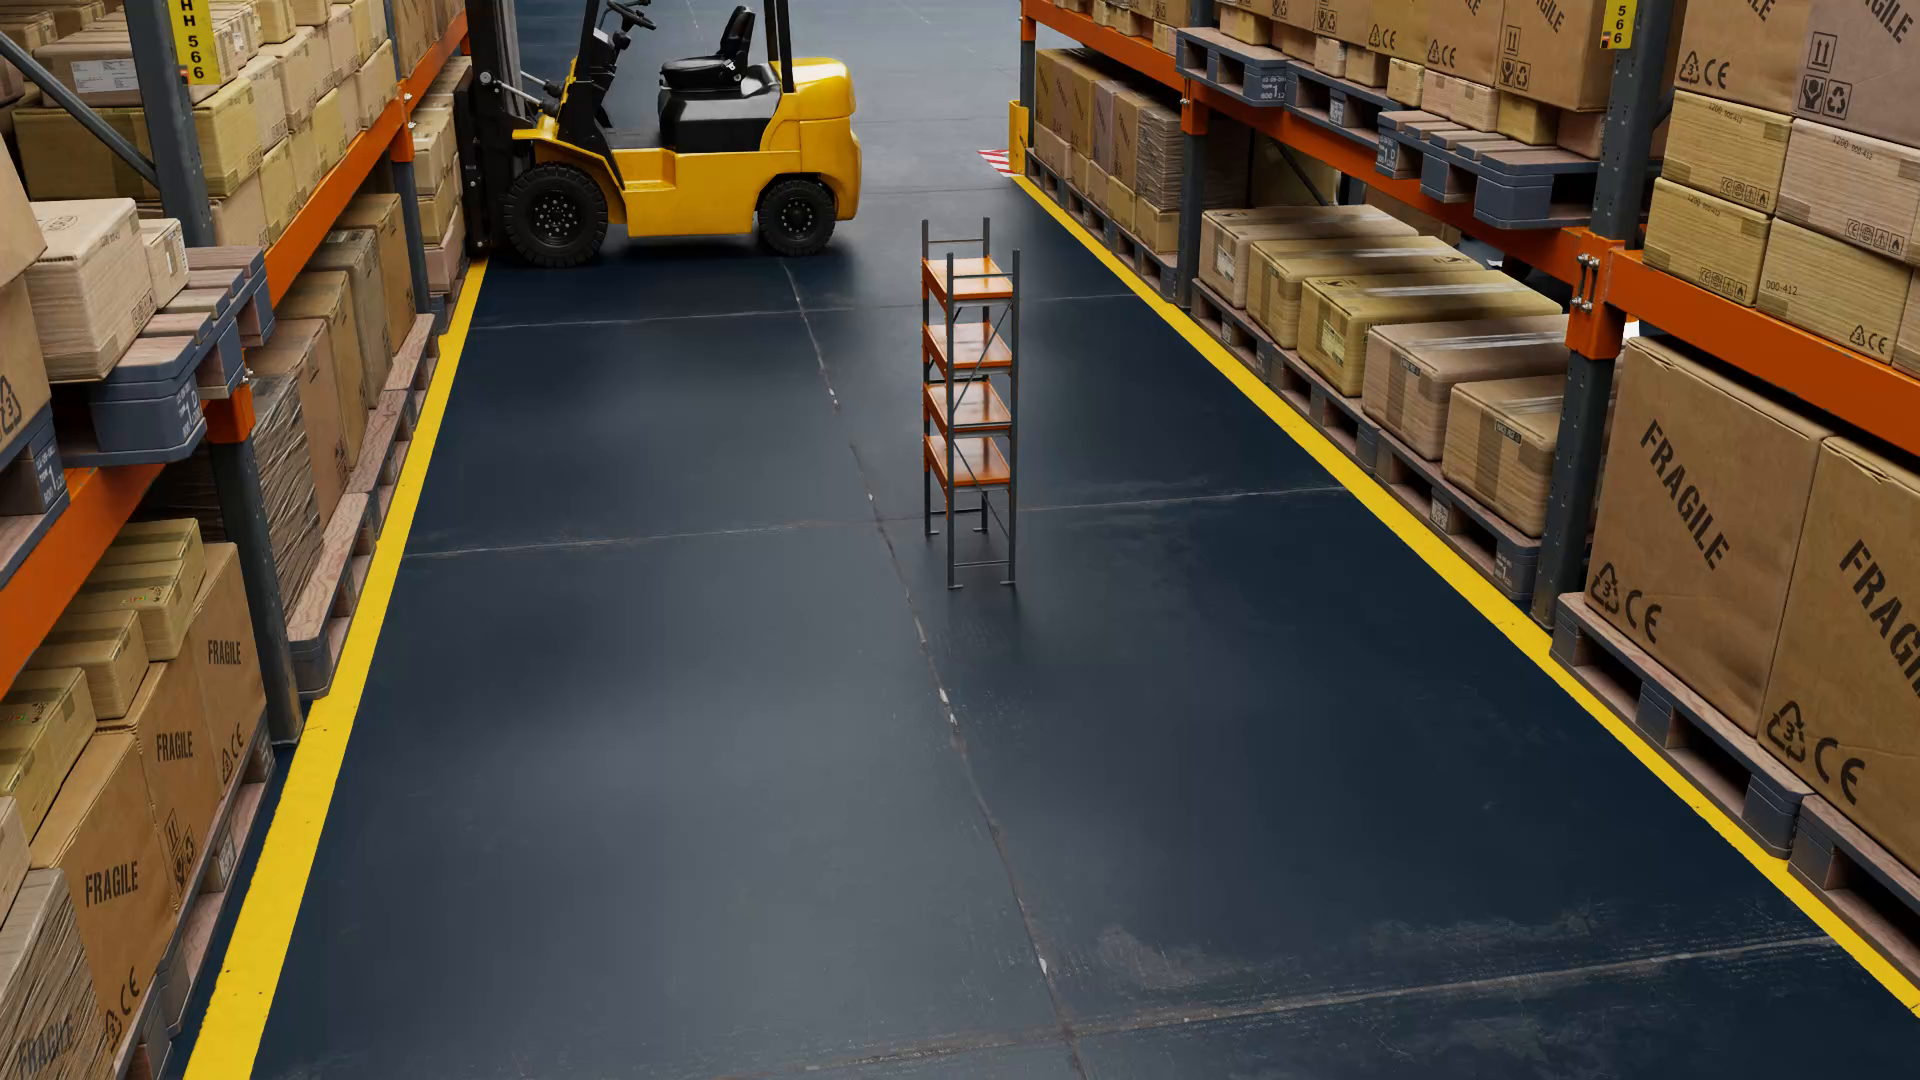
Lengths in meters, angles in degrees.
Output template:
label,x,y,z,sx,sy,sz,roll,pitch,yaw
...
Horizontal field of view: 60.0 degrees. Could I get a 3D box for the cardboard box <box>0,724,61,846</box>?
label,x,y,z,sx,sy,sz,roll,pitch,yaw
cardboard box,-1.964,0.492,3.164,0.380,0.149,0.250,-5,24,-11

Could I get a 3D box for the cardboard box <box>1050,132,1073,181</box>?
label,x,y,z,sx,sy,sz,roll,pitch,yaw
cardboard box,0.921,-2.666,11.516,0.500,0.250,0.500,-3,24,-8

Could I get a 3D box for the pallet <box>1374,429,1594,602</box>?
label,x,y,z,sx,sy,sz,roll,pitch,yaw
pallet,2.293,-0.155,6.342,1.003,0.211,1.213,-4,24,-10

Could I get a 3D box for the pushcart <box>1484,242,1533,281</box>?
label,x,y,z,sx,sy,sz,roll,pitch,yaw
pushcart,3.928,-1.686,9.638,1.648,0.377,0.936,-13,27,-28

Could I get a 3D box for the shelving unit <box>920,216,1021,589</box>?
label,x,y,z,sx,sy,sz,roll,pitch,yaw
shelving unit,0.031,-0.485,5.861,0.258,1.200,0.503,-4,24,-10

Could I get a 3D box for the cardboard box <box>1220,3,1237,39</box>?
label,x,y,z,sx,sy,sz,roll,pitch,yaw
cardboard box,1.488,-2.535,8.097,0.380,0.149,0.250,-4,24,-9

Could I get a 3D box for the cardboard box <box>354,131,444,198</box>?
label,x,y,z,sx,sy,sz,roll,pitch,yaw
cardboard box,-2.962,-1.934,8.592,0.500,0.250,0.500,-5,24,-11

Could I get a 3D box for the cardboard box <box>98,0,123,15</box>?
label,x,y,z,sx,sy,sz,roll,pitch,yaw
cardboard box,-3.003,-1.815,5.723,0.380,0.149,0.250,-4,24,-8

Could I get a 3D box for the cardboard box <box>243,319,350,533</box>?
label,x,y,z,sx,sy,sz,roll,pitch,yaw
cardboard box,-2.672,-0.364,5.777,0.875,0.625,0.625,-4,24,-8

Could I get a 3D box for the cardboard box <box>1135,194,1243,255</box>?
label,x,y,z,sx,sy,sz,roll,pitch,yaw
cardboard box,1.323,-1.844,9.635,0.500,0.250,0.500,-3,24,-7

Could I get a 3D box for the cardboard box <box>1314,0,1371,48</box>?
label,x,y,z,sx,sy,sz,roll,pitch,yaw
cardboard box,1.778,-2.274,6.688,0.500,0.500,0.500,-5,24,-12

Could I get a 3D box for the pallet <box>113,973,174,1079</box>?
label,x,y,z,sx,sy,sz,roll,pitch,yaw
pallet,-2.118,1.296,3.018,1.003,0.211,1.213,-4,24,-10

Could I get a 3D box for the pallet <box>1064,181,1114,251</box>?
label,x,y,z,sx,sy,sz,roll,pitch,yaw
pallet,1.309,-2.163,10.940,1.003,0.211,1.213,-4,24,-10

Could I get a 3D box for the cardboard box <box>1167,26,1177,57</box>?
label,x,y,z,sx,sy,sz,roll,pitch,yaw
cardboard box,1.338,-2.688,8.970,0.380,0.149,0.250,-5,24,-10

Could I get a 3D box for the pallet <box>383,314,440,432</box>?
label,x,y,z,sx,sy,sz,roll,pitch,yaw
pallet,-3.006,-0.765,7.739,1.003,0.211,1.213,-4,24,-10

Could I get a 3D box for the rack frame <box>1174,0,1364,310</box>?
label,x,y,z,sx,sy,sz,roll,pitch,yaw
rack frame,1.697,-2.699,8.682,1.000,3.000,0.127,-4,24,-10

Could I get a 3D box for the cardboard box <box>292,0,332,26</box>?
label,x,y,z,sx,sy,sz,roll,pitch,yaw
cardboard box,-2.509,-1.956,6.046,0.380,0.149,0.250,-5,24,-11

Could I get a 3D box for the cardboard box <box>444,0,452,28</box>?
label,x,y,z,sx,sy,sz,roll,pitch,yaw
cardboard box,-3.389,-3.369,10.091,0.500,0.500,0.500,-5,24,-11

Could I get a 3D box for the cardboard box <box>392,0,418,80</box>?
label,x,y,z,sx,sy,sz,roll,pitch,yaw
cardboard box,-3.006,-2.570,8.261,0.500,0.500,0.500,-5,24,-11

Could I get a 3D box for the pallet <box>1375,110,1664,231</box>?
label,x,y,z,sx,sy,sz,roll,pitch,yaw
pallet,2.200,-1.310,5.742,1.213,0.211,1.003,-4,24,-10

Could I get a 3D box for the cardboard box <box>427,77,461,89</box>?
label,x,y,z,sx,sy,sz,roll,pitch,yaw
cardboard box,-3.325,-2.738,10.433,0.500,0.250,0.500,-4,24,-9

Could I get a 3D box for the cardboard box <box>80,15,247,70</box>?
label,x,y,z,sx,sy,sz,roll,pitch,yaw
cardboard box,-2.334,-1.451,4.889,0.380,0.149,0.250,-4,24,-8

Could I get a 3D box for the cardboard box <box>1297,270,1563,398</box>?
label,x,y,z,sx,sy,sz,roll,pitch,yaw
cardboard box,2.063,-0.925,7.379,0.950,0.372,0.625,-4,24,-8

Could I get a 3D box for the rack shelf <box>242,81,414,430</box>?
label,x,y,z,sx,sy,sz,roll,pitch,yaw
rack shelf,-2.811,-1.214,6.180,1.077,0.370,4.000,-4,24,-10

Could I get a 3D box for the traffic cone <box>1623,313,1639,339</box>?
label,x,y,z,sx,sy,sz,roll,pitch,yaw
traffic cone,3.302,-1.152,8.310,0.336,0.463,0.334,-4,24,-10

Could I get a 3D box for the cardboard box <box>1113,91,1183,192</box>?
label,x,y,z,sx,sy,sz,roll,pitch,yaw
cardboard box,1.228,-2.388,9.943,0.500,0.500,0.500,-4,24,-9

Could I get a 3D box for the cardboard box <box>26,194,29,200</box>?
label,x,y,z,sx,sy,sz,roll,pitch,yaw
cardboard box,-2.776,-0.846,4.626,0.500,0.250,0.500,-5,24,-11

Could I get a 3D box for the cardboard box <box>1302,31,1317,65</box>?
label,x,y,z,sx,sy,sz,roll,pitch,yaw
cardboard box,1.704,-2.129,7.166,0.380,0.149,0.250,-4,24,-9

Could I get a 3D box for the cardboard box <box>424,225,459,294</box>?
label,x,y,z,sx,sy,sz,roll,pitch,yaw
cardboard box,-2.945,-1.477,8.795,0.500,0.250,0.500,-4,24,-9

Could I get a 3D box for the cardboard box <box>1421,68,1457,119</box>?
label,x,y,z,sx,sy,sz,roll,pitch,yaw
cardboard box,1.894,-1.610,5.978,0.380,0.149,0.250,-5,24,-12

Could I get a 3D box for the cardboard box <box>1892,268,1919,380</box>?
label,x,y,z,sx,sy,sz,roll,pitch,yaw
cardboard box,2.483,-0.438,3.693,0.500,0.250,0.500,-4,24,-8

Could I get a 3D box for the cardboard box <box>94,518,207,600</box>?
label,x,y,z,sx,sy,sz,roll,pitch,yaw
cardboard box,-2.101,0.075,4.120,0.380,0.149,0.250,-5,24,-12

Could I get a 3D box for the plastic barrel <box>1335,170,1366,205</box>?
label,x,y,z,sx,sy,sz,roll,pitch,yaw
plastic barrel,2.827,-2.391,11.196,0.512,0.421,0.421,13,27,27

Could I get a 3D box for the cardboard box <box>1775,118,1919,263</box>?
label,x,y,z,sx,sy,sz,roll,pitch,yaw
cardboard box,2.382,-0.865,4.046,0.500,0.250,0.500,-4,24,-8

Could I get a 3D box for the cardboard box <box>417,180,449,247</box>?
label,x,y,z,sx,sy,sz,roll,pitch,yaw
cardboard box,-2.967,-1.705,8.692,0.500,0.250,0.500,-4,24,-10

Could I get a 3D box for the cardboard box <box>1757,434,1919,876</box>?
label,x,y,z,sx,sy,sz,roll,pitch,yaw
cardboard box,2.643,0.285,3.981,0.875,0.875,0.875,-4,24,-9

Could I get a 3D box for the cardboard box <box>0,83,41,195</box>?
label,x,y,z,sx,sy,sz,roll,pitch,yaw
cardboard box,-2.797,-1.073,4.522,0.500,0.250,0.500,-4,24,-9

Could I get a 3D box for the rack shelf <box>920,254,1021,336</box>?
label,x,y,z,sx,sy,sz,roll,pitch,yaw
rack shelf,0.031,-0.845,5.703,0.258,0.148,0.480,-4,24,-10

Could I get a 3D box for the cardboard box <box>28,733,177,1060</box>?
label,x,y,z,sx,sy,sz,roll,pitch,yaw
cardboard box,-1.970,0.750,3.383,0.500,0.500,0.500,-3,24,-7

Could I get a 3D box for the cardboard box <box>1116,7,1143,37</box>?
label,x,y,z,sx,sy,sz,roll,pitch,yaw
cardboard box,1.147,-3.087,9.885,0.380,0.149,0.250,-5,24,-11

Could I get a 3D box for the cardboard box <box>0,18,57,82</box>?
label,x,y,z,sx,sy,sz,roll,pitch,yaw
cardboard box,-2.846,-1.414,4.804,0.380,0.149,0.250,-4,24,-10

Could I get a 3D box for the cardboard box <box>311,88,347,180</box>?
label,x,y,z,sx,sy,sz,roll,pitch,yaw
cardboard box,-2.567,-1.485,6.090,0.500,0.250,0.500,-4,24,-8

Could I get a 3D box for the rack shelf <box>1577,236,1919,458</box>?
label,x,y,z,sx,sy,sz,roll,pitch,yaw
rack shelf,2.806,-0.009,3.422,1.077,0.370,4.000,-4,24,-10

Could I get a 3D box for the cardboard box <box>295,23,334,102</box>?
label,x,y,z,sx,sy,sz,roll,pitch,yaw
cardboard box,-2.573,-1.713,5.987,0.500,0.250,0.500,-4,24,-9

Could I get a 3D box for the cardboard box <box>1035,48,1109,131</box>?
label,x,y,z,sx,sy,sz,roll,pitch,yaw
cardboard box,0.839,-3.201,11.806,0.500,0.500,0.500,-5,24,-12

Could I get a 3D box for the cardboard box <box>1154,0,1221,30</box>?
label,x,y,z,sx,sy,sz,roll,pitch,yaw
cardboard box,1.370,-3.037,8.960,0.500,0.500,0.500,-5,24,-11

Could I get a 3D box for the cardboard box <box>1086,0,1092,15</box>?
label,x,y,z,sx,sy,sz,roll,pitch,yaw
cardboard box,1.037,-3.498,10.824,0.380,0.149,0.250,-3,24,-8
